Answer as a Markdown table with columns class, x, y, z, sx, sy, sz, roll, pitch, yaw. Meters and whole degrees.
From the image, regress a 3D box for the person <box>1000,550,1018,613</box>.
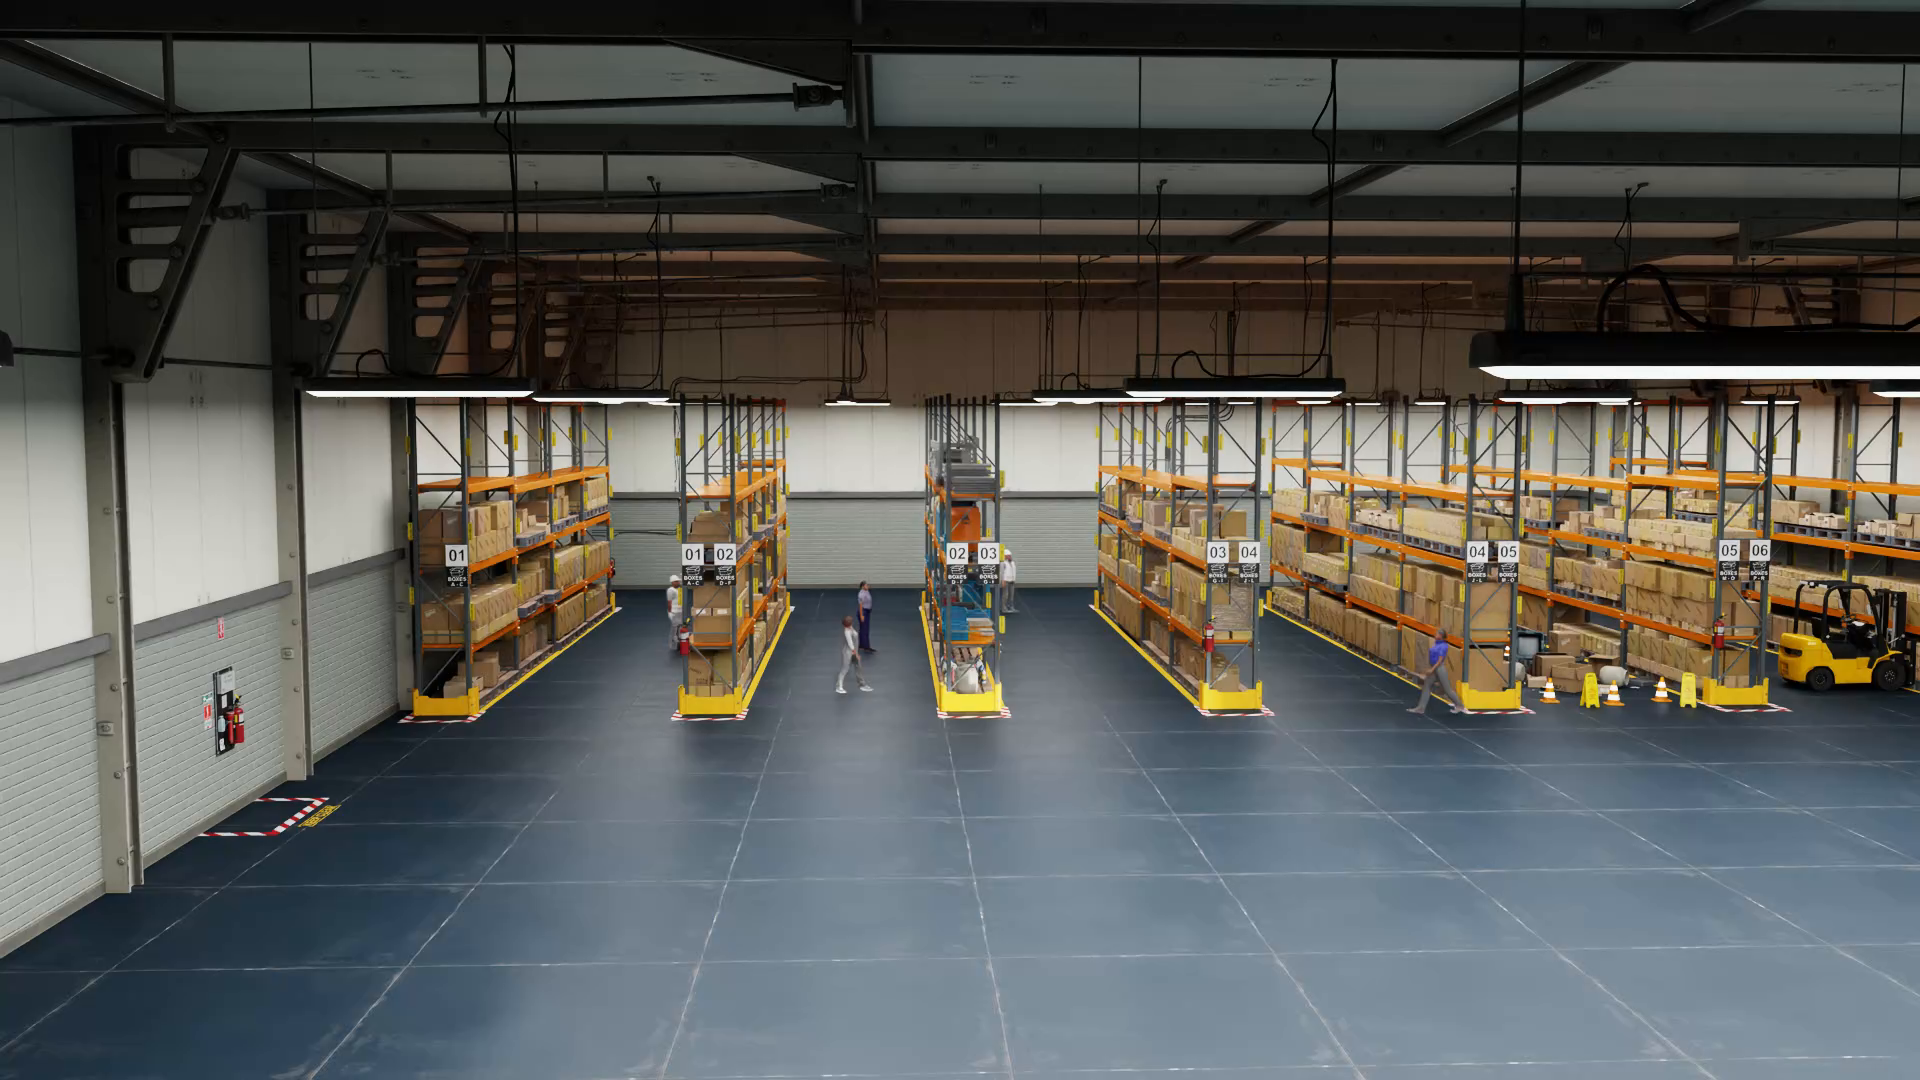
| class | x | y | z | sx | sy | sz | roll | pitch | yaw |
| --- | --- | --- | --- | --- | --- | --- | --- | --- | --- |
| person | 1.365 | 1.157 | 46.625 | 0.373 | 1.779 | 0.588 | 4 | 6 | 42 |

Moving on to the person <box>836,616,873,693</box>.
| class | x | y | z | sx | sy | sz | roll | pitch | yaw |
| --- | --- | --- | --- | --- | --- | --- | --- | --- | --- |
| person | -2.148 | 2.291 | 33.461 | 0.689 | 1.564 | 0.535 | 1 | 5 | 15 |

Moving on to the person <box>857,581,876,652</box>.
| class | x | y | z | sx | sy | sz | roll | pitch | yaw |
| --- | --- | --- | --- | --- | --- | --- | --- | --- | --- |
| person | -2.209 | 1.792 | 39.439 | 0.498 | 1.670 | 0.504 | 1 | 5 | 9 |

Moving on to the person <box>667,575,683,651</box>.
| class | x | y | z | sx | sy | sz | roll | pitch | yaw |
| --- | --- | --- | --- | --- | --- | --- | --- | --- | --- |
| person | -6.632 | 1.728 | 39.261 | 0.521 | 1.802 | 0.585 | 1 | 5 | 7 |

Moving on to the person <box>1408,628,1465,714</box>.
| class | x | y | z | sx | sy | sz | roll | pitch | yaw |
| --- | --- | --- | --- | --- | --- | --- | --- | --- | --- |
| person | 8.924 | 2.460 | 31.098 | 1.007 | 1.599 | 0.561 | 0 | 5 | -4 |
